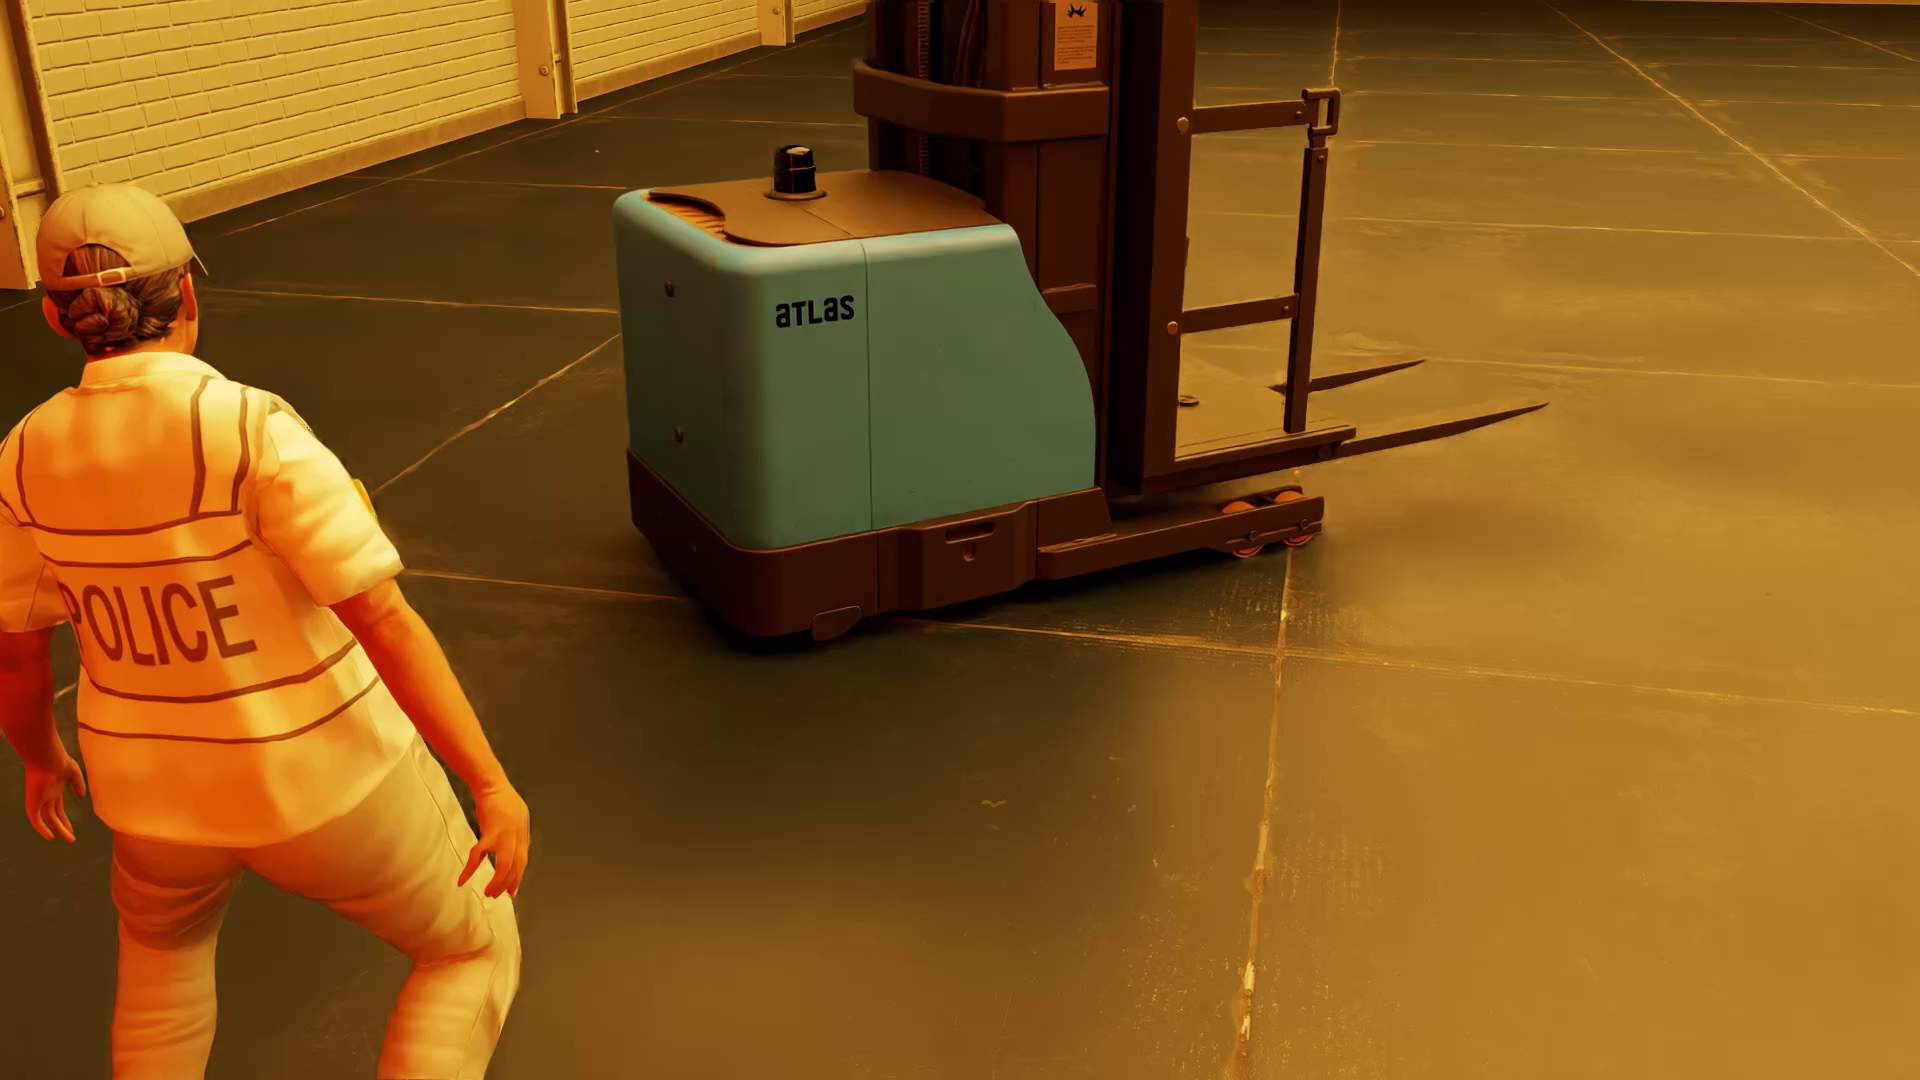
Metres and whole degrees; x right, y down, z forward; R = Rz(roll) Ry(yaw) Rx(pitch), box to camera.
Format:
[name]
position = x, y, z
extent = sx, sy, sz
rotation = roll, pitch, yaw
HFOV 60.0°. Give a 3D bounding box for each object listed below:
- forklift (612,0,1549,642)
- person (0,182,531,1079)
[forklift]
position = 0.537, -1.467, 4.865
extent = 3.031, 2.935, 1.130
rotation = -11, 25, -26
[person]
position = -0.964, 0.323, 2.277
extent = 0.834, 1.588, 0.484
rotation = 4, 23, 10
